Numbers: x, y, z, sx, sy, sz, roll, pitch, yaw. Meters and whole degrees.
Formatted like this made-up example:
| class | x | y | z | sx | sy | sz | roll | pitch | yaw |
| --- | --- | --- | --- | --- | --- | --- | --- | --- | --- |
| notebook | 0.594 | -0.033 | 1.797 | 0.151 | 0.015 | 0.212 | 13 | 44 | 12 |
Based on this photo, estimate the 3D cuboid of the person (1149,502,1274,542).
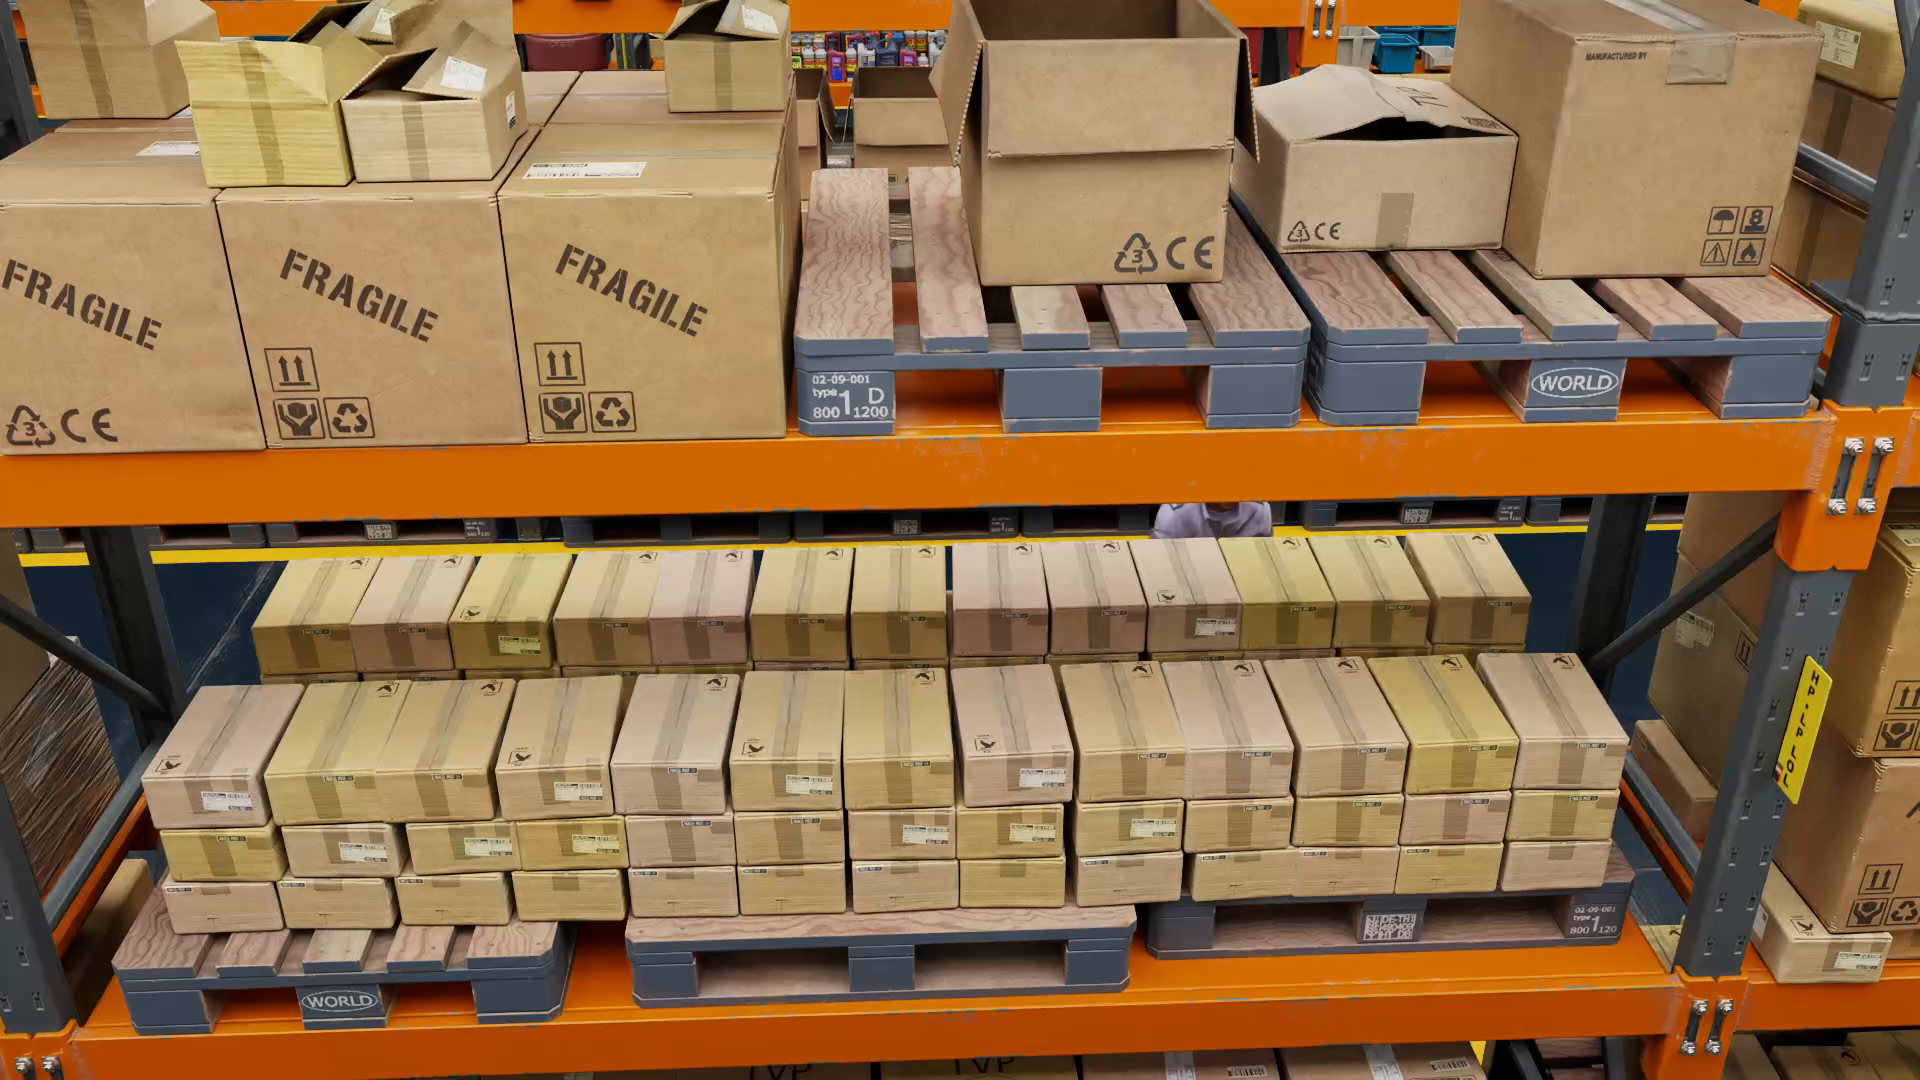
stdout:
| class | x | y | z | sx | sy | sz | roll | pitch | yaw |
| --- | --- | --- | --- | --- | --- | --- | --- | --- | --- |
| person | 0.935 | 0.348 | 6.466 | 0.564 | 1.652 | 0.372 | -3 | 28 | -5 |
